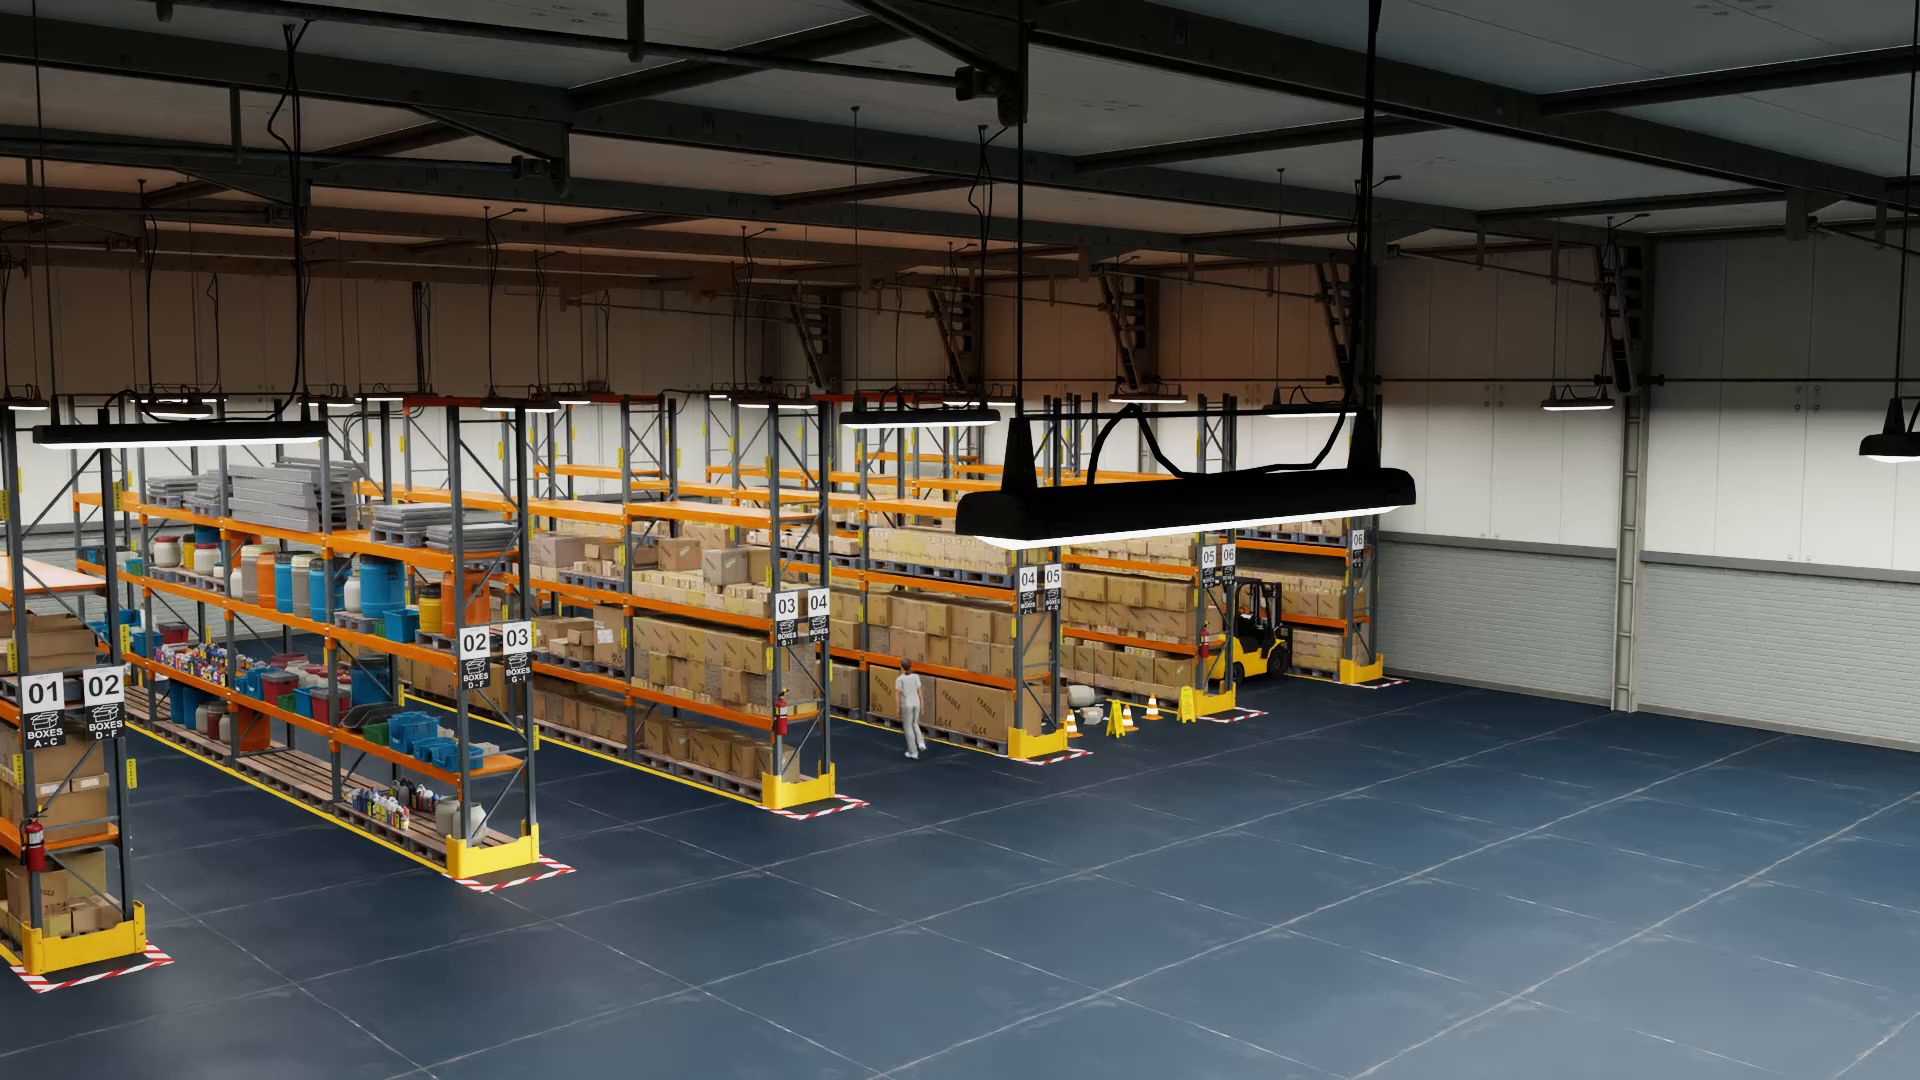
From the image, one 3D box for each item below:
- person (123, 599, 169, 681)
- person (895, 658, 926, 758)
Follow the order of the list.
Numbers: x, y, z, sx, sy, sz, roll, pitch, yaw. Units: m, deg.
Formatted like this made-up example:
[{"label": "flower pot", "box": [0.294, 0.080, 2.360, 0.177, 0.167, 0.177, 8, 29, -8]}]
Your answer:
[{"label": "person", "box": [-17.032, 2.084, 34.724, 0.553, 1.757, 0.832, 5, 8, 44]}, {"label": "person", "box": [-0.820, 2.809, 27.828, 0.508, 1.661, 0.472, -4, 7, -34]}]
